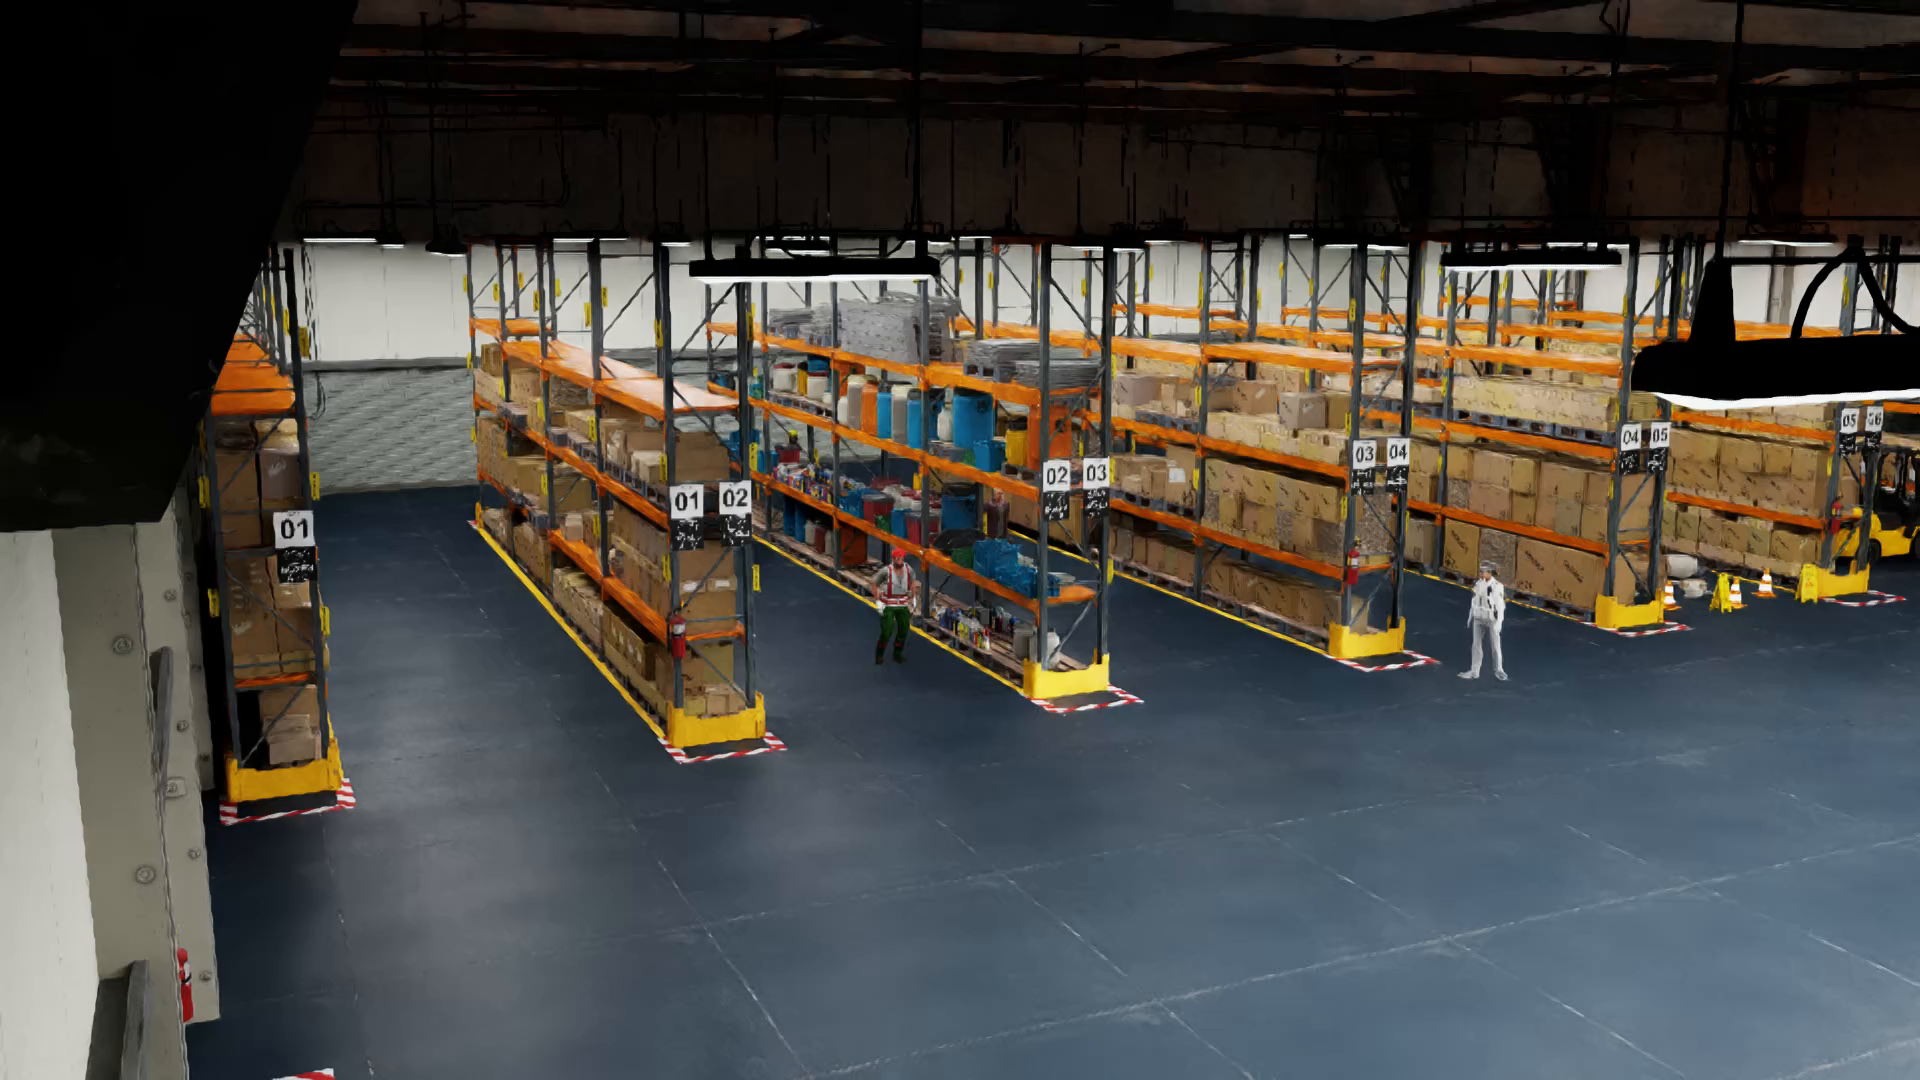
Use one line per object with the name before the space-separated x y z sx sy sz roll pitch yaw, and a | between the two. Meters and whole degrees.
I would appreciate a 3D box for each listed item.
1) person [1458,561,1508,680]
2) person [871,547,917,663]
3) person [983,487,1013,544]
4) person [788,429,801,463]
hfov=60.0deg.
person | 7.310 1.107 23.048 0.521 1.665 0.581 -8 14 -37
person | -0.927 0.932 23.798 0.677 1.741 0.552 -5 12 -24
person | 0.656 -0.122 29.168 0.599 1.695 1.186 -5 12 -26
person | -3.642 -1.538 36.323 0.401 1.770 0.655 -2 11 -10
